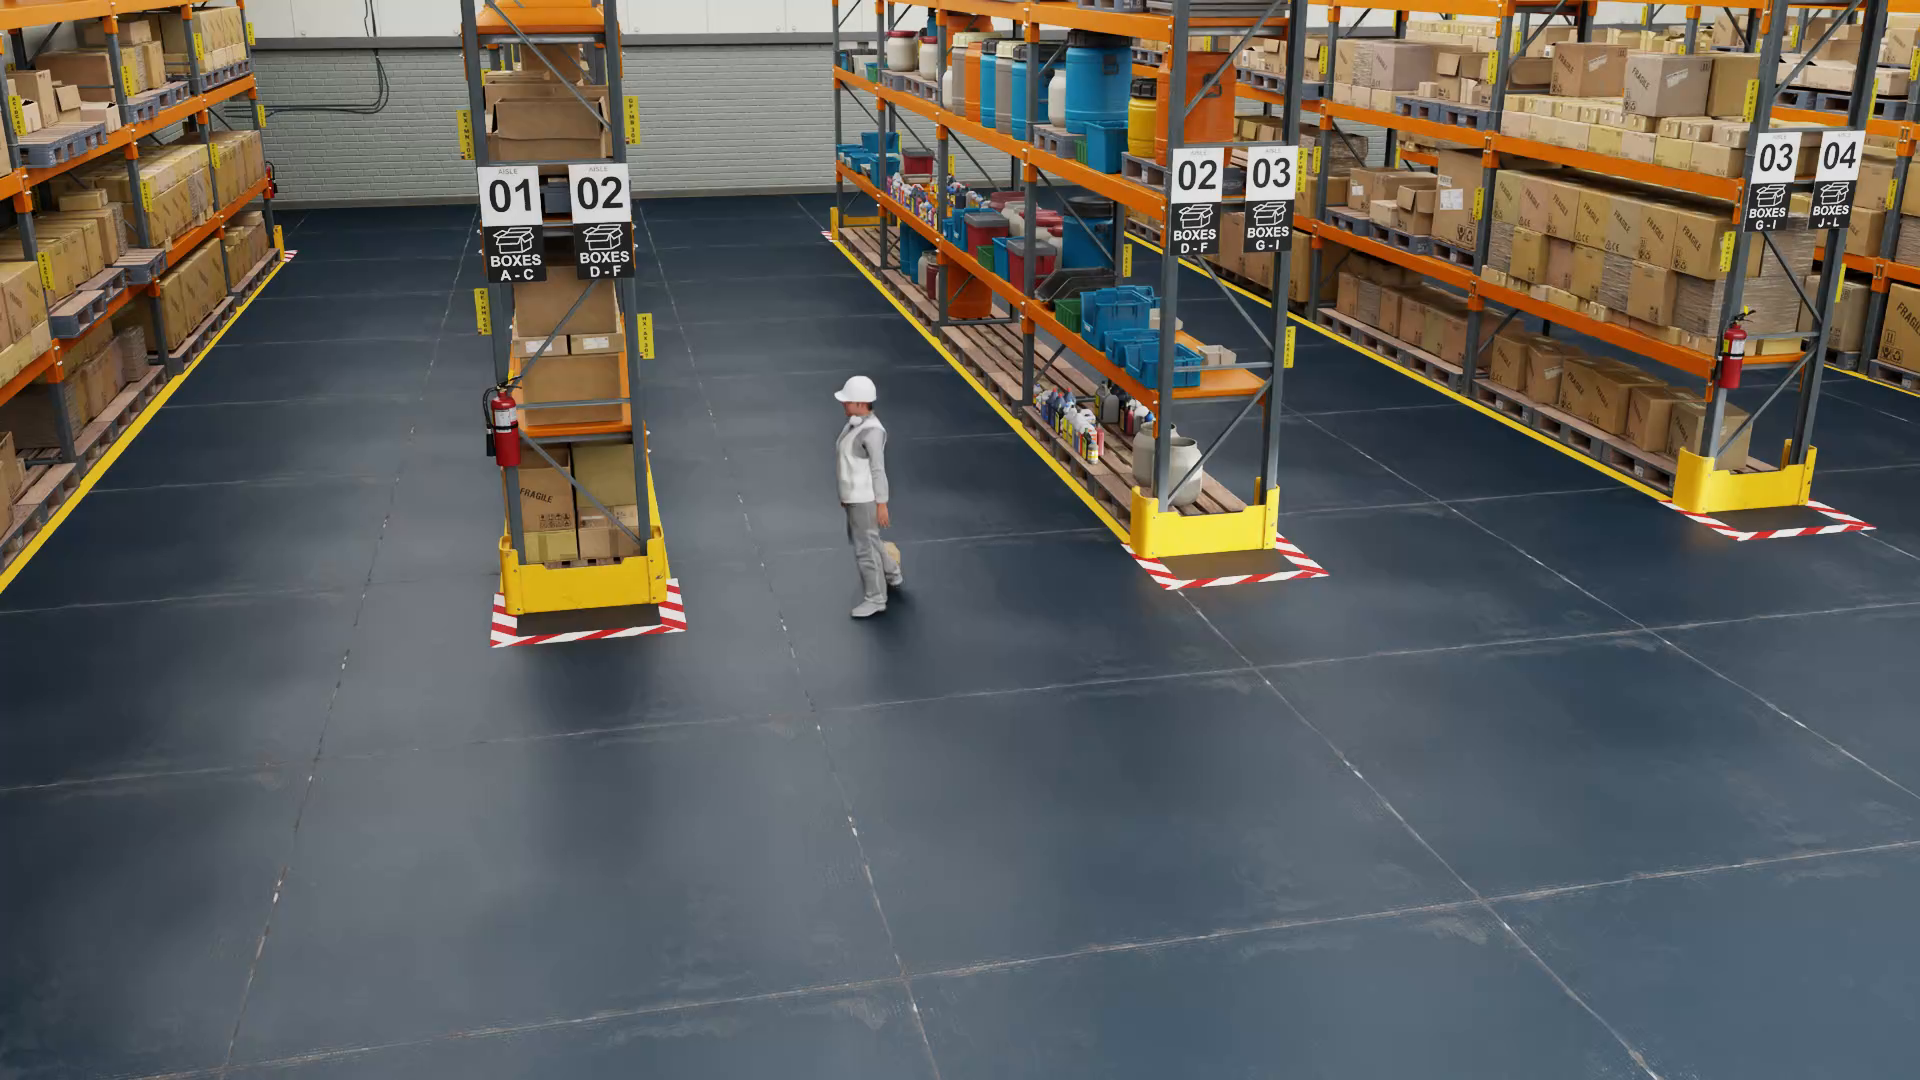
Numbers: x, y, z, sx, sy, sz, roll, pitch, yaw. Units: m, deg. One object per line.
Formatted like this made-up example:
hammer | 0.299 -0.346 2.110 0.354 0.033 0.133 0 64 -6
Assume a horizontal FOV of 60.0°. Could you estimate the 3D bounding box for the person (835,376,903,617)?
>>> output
person | -0.653 -0.357 12.033 0.524 1.765 0.727 -4 20 -12
